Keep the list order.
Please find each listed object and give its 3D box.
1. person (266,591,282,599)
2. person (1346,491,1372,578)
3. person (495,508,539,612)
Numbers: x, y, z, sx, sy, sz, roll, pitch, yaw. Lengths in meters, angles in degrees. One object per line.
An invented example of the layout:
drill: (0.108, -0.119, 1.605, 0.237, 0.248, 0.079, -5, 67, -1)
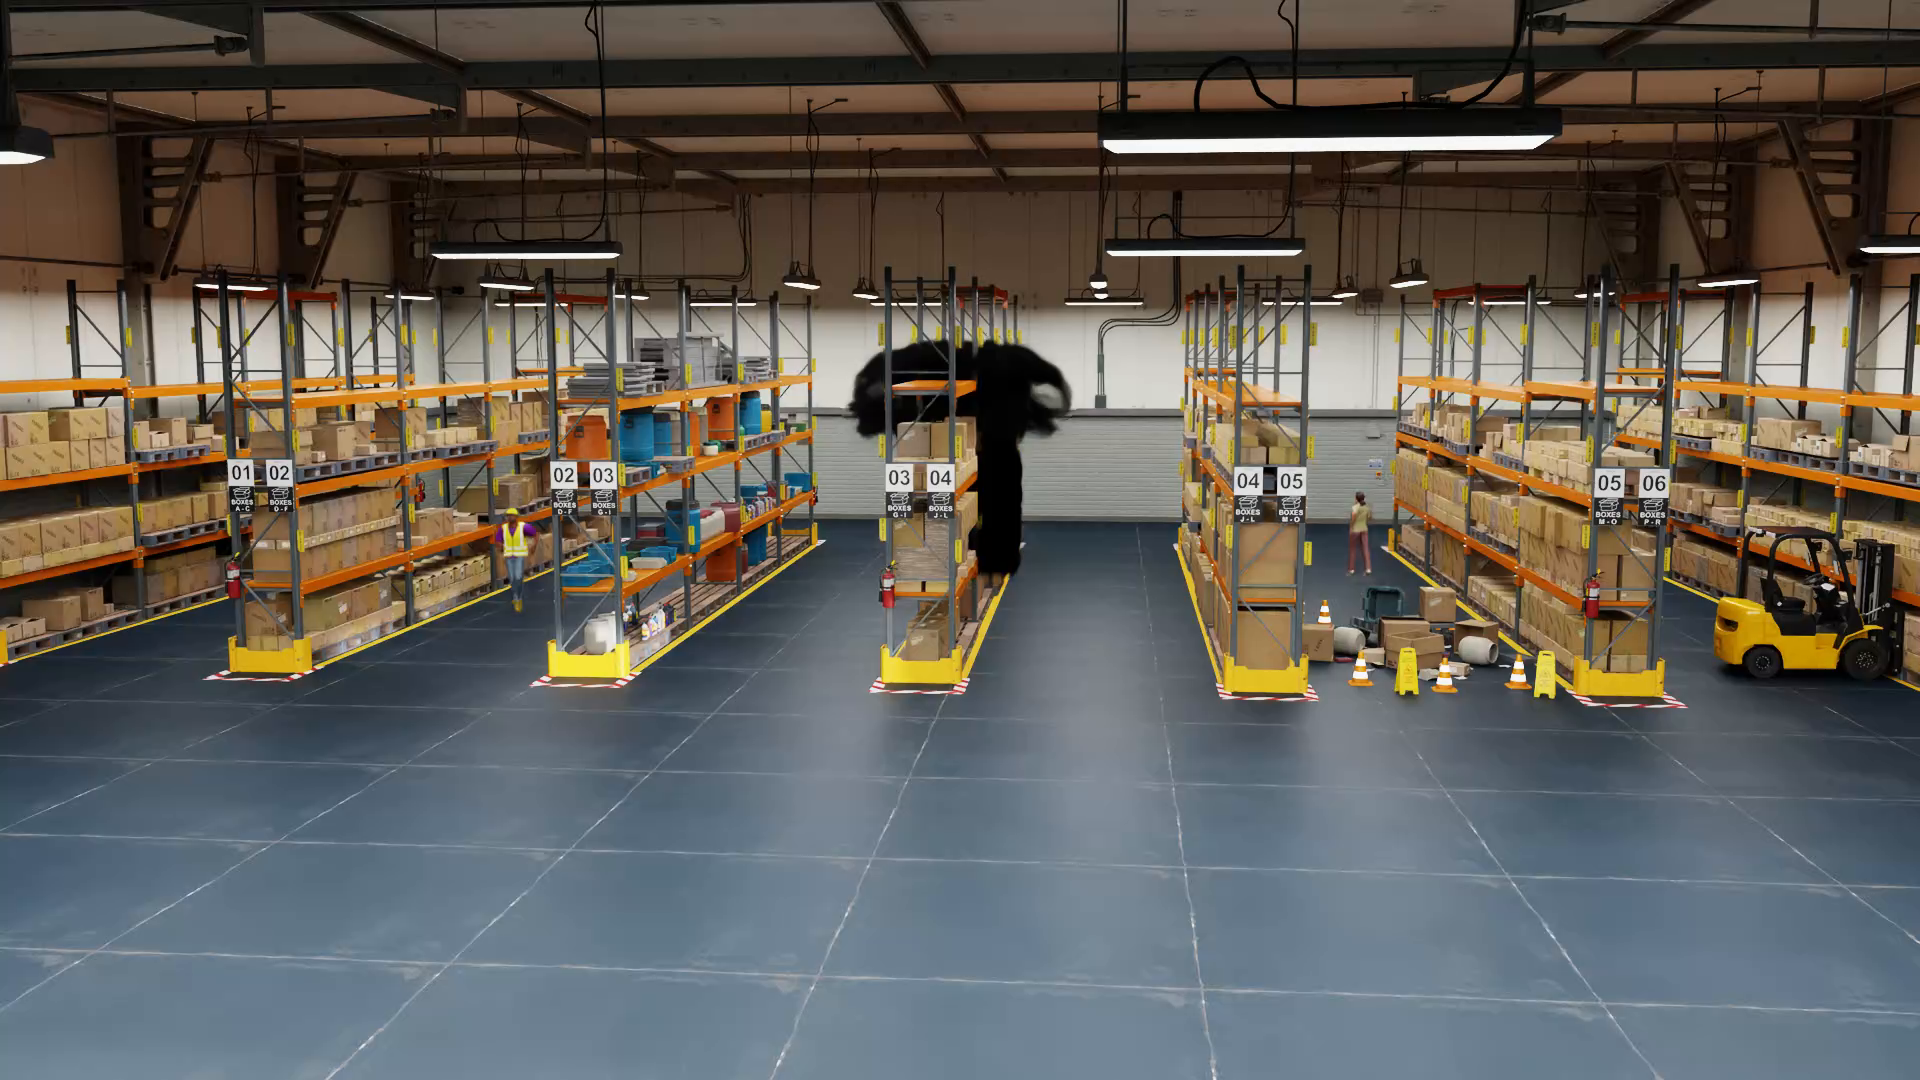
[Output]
person: (-11.919, 0.696, 29.075, 0.575, 1.645, 0.817, 0, 7, 2)
person: (7.838, -0.097, 32.634, 0.553, 1.711, 0.819, -2, 7, -12)
person: (-7.867, 0.346, 29.443, 0.708, 1.837, 0.711, 0, 7, 2)
